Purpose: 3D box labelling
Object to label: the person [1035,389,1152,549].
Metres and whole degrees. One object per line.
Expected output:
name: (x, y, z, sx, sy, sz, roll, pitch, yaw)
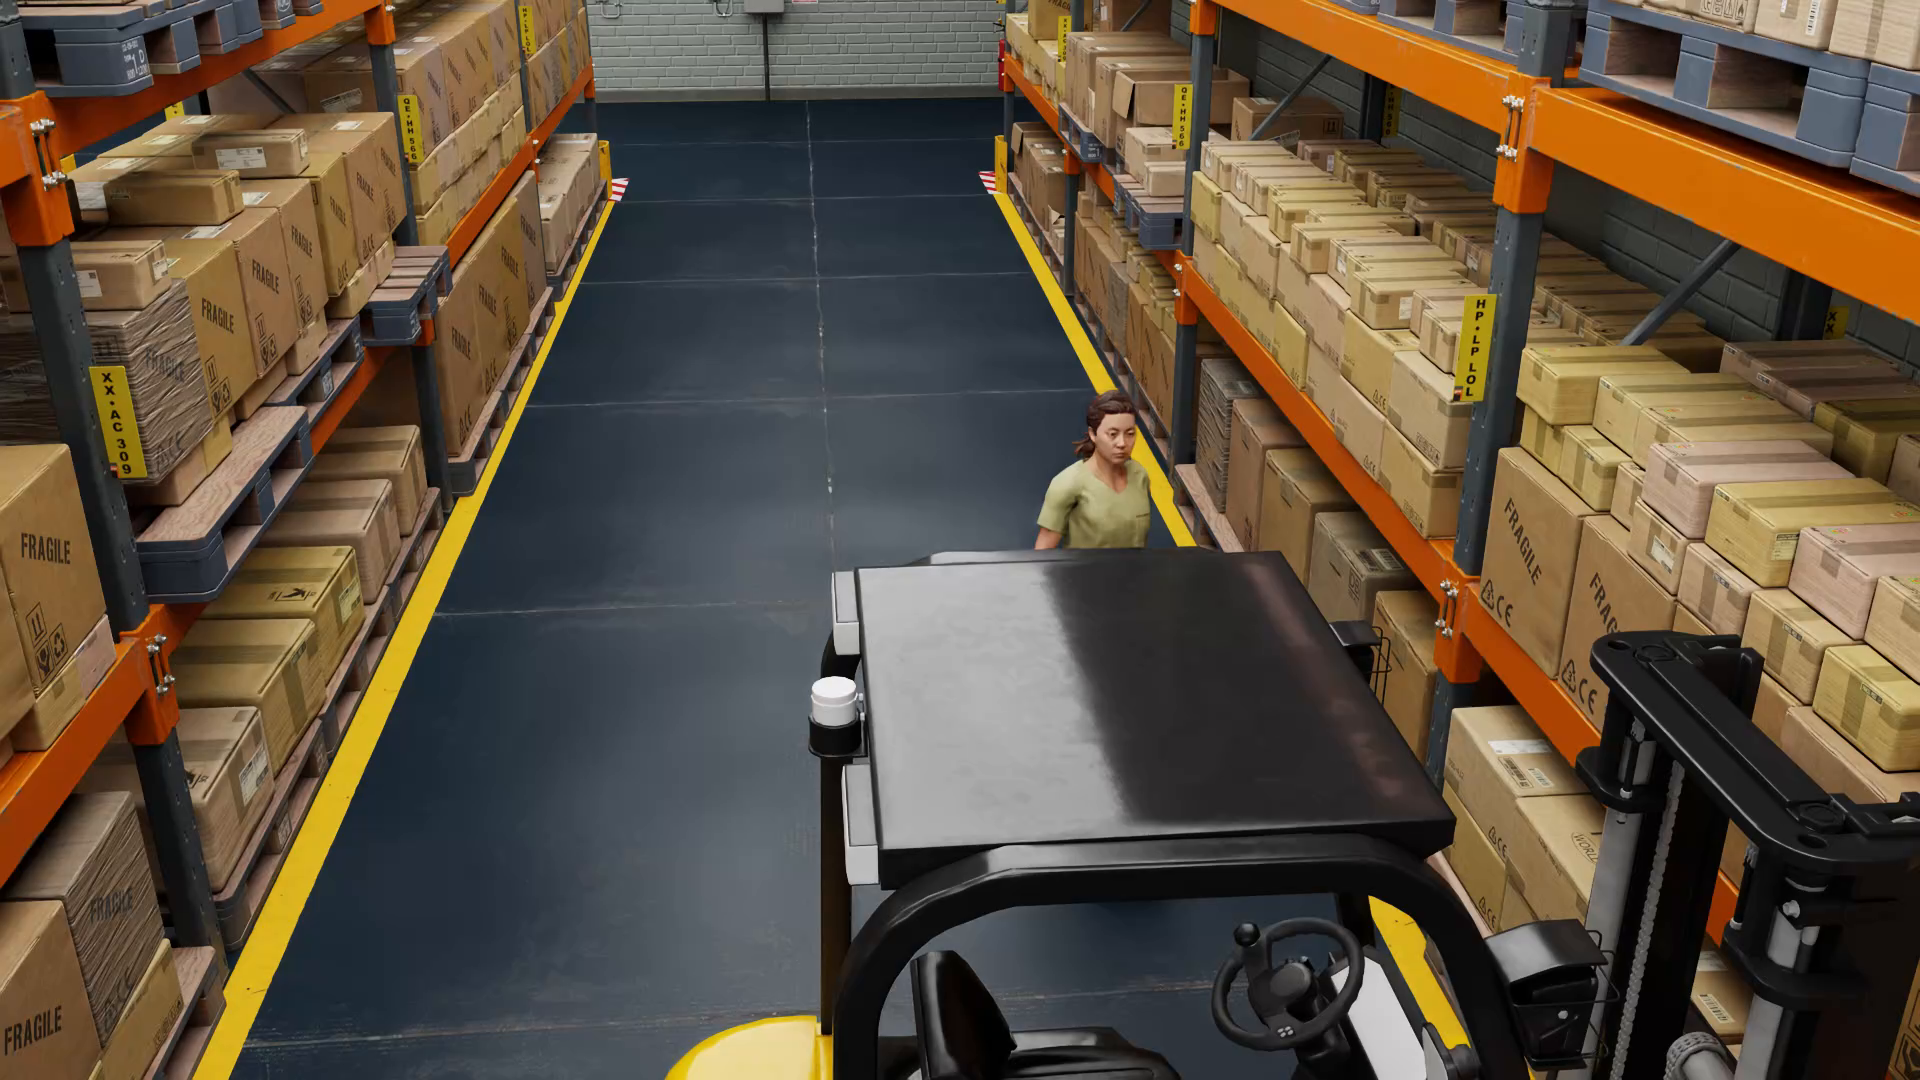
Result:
person: (0.552, 0.276, 6.015, 0.527, 1.612, 1.028, -9, 25, -20)
